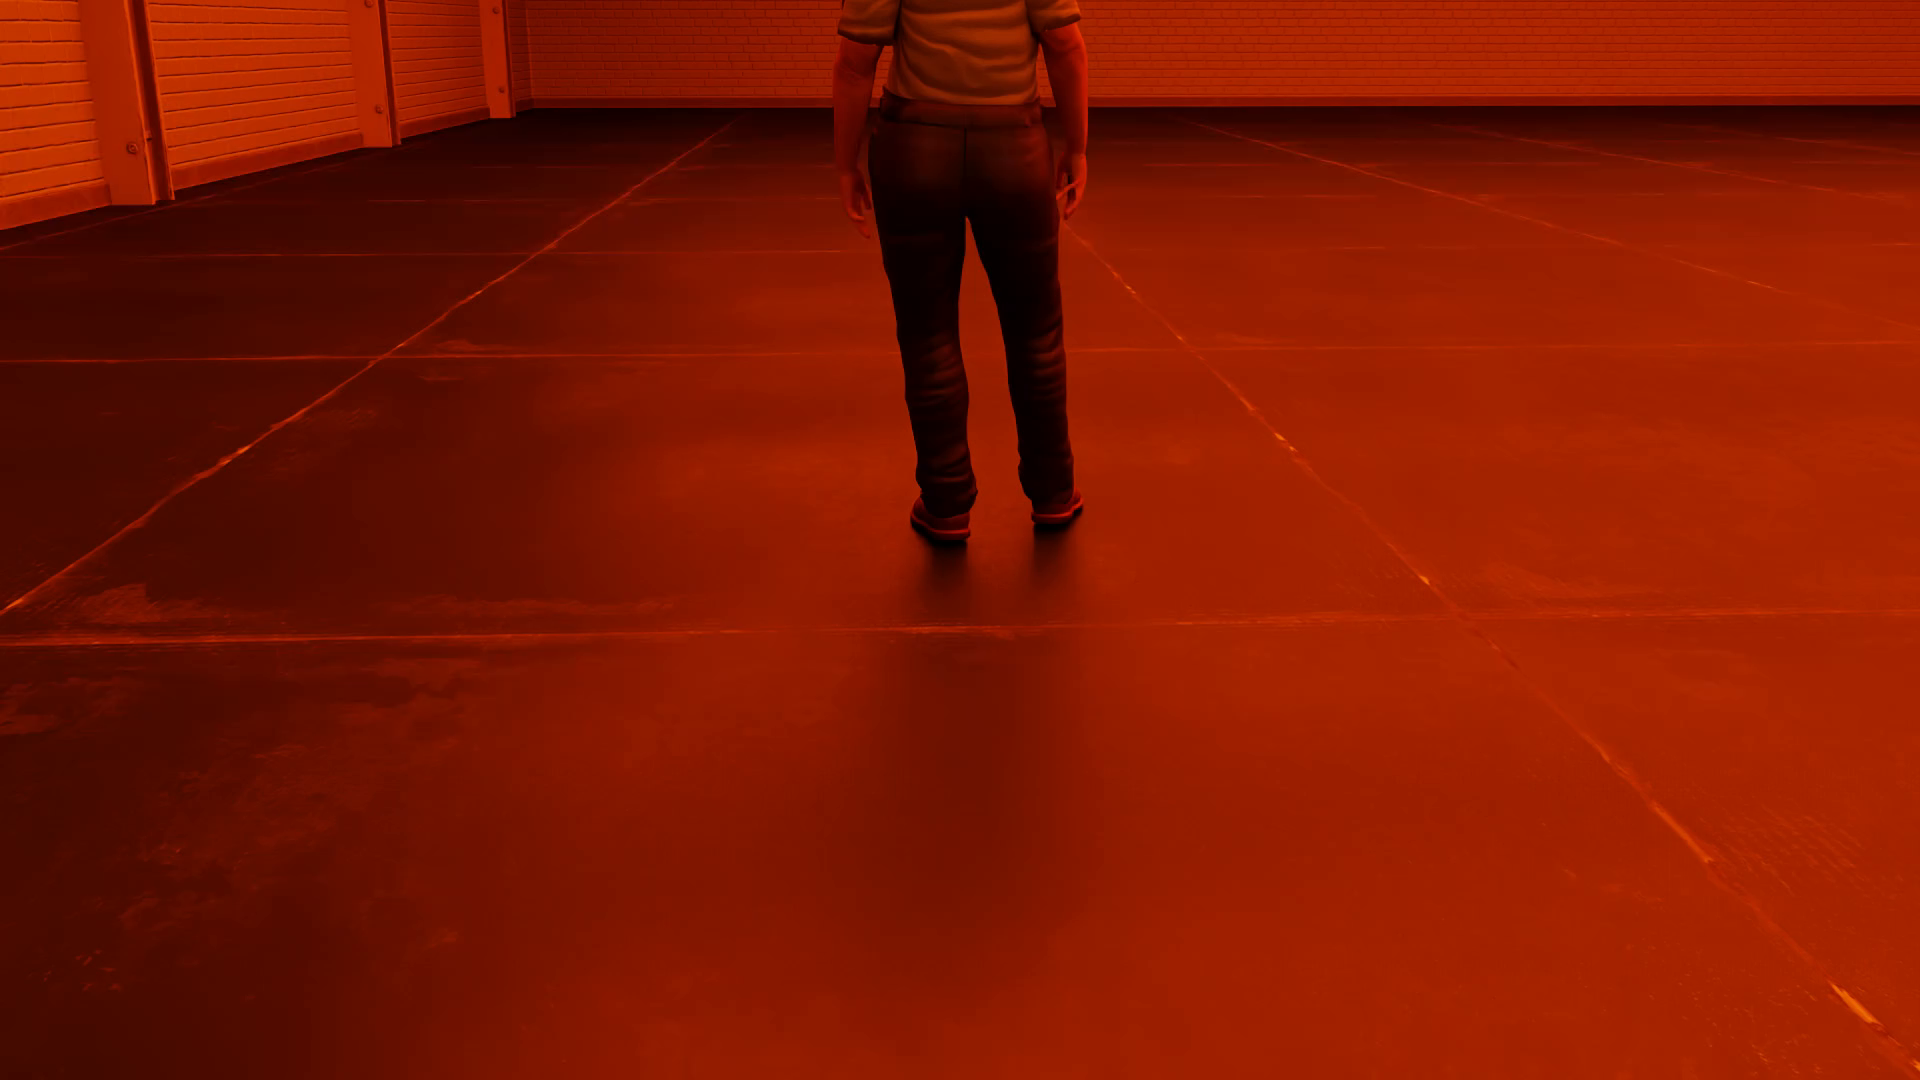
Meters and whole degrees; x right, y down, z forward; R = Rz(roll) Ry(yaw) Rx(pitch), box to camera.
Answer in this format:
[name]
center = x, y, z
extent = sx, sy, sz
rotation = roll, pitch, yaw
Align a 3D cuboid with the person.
[person]
center = 0.018, -0.822, 3.761
extent = 0.598, 1.651, 0.503
rotation = -1, 17, -3
